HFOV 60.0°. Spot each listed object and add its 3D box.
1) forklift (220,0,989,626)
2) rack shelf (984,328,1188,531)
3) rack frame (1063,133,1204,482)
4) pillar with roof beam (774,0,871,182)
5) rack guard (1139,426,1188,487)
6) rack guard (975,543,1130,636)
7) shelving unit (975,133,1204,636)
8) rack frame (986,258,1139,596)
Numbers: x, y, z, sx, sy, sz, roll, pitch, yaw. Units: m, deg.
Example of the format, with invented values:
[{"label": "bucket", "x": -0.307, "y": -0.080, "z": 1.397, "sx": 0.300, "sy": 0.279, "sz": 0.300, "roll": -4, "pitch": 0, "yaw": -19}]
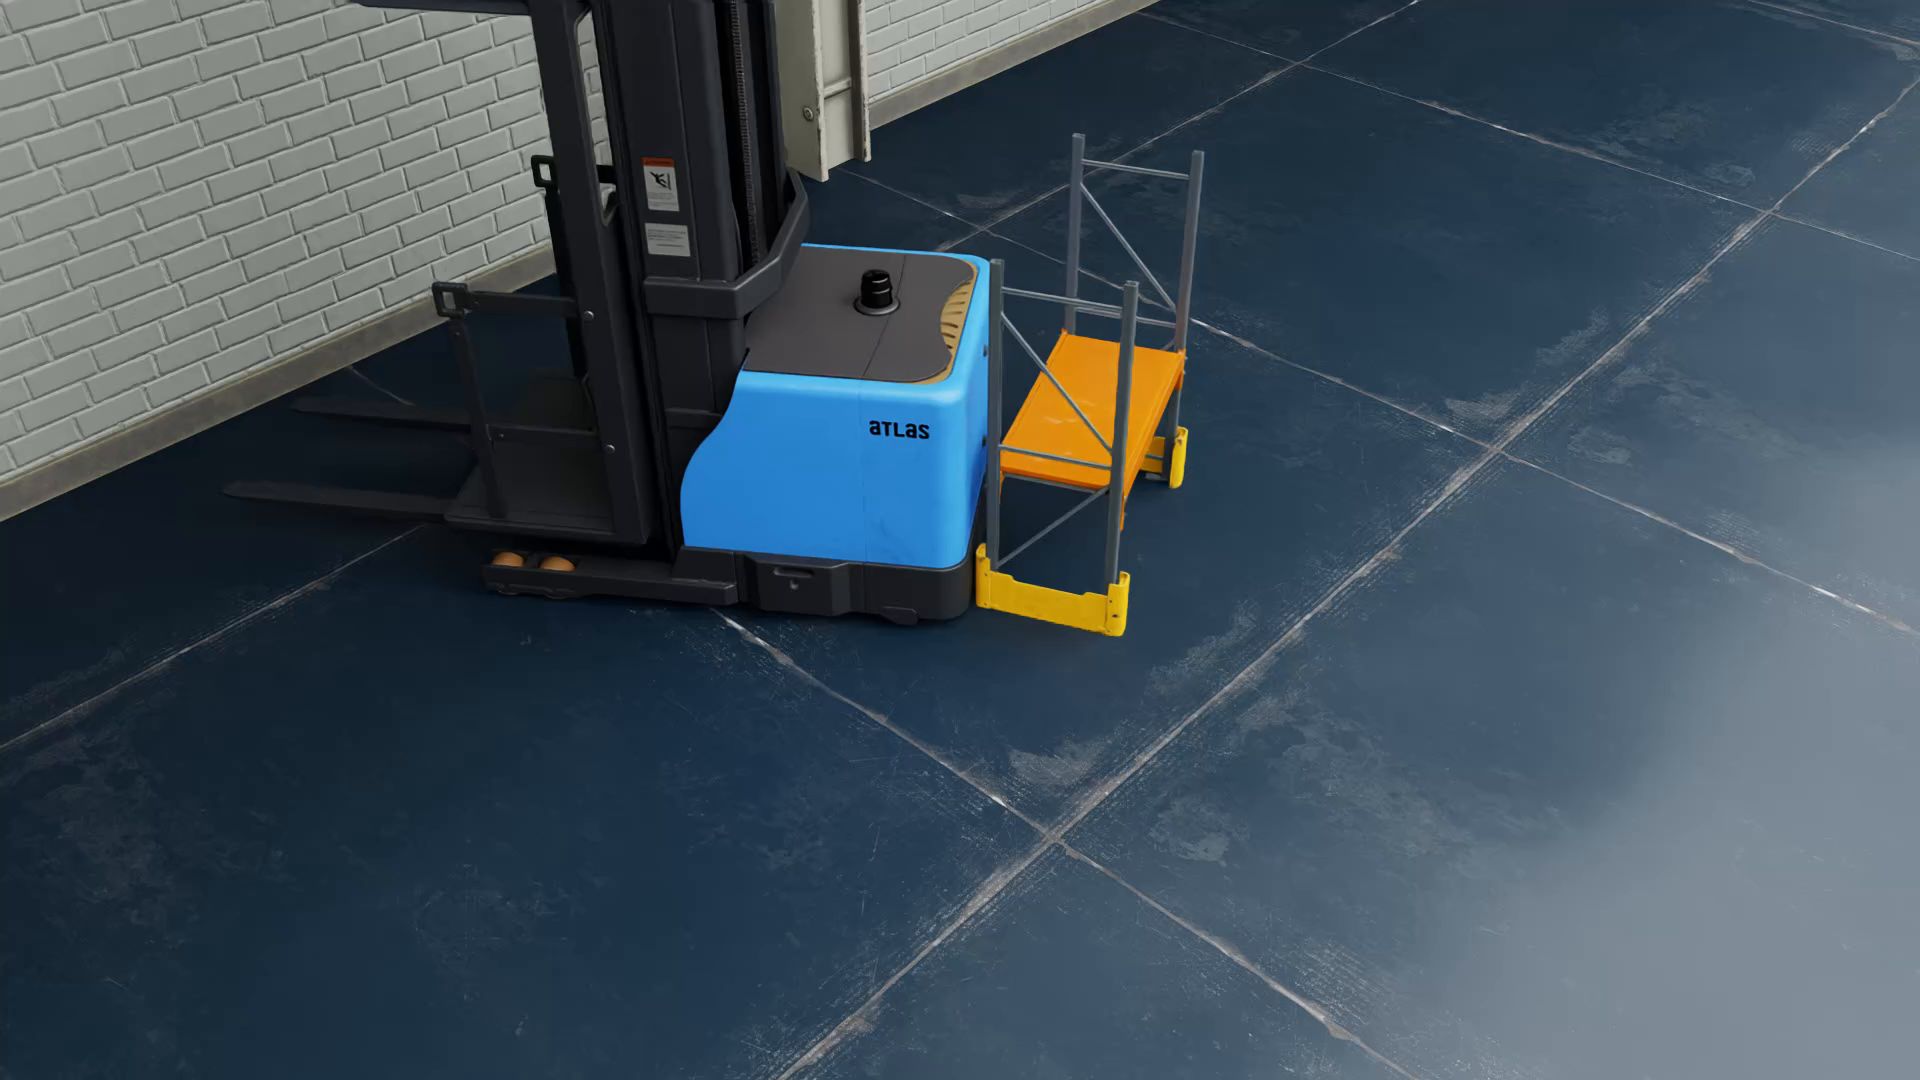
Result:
[{"label": "forklift", "x": -1.407, "y": -1.236, "z": 5.950, "sx": 3.031, "sy": 2.935, "sz": 1.130, "roll": 5, "pitch": 39, "yaw": 6}, {"label": "rack shelf", "x": 0.500, "y": -0.448, "z": 6.398, "sx": 0.538, "sy": 0.185, "sz": 1.000, "roll": 12, "pitch": 40, "yaw": 14}, {"label": "rack frame", "x": 0.662, "y": -0.889, "z": 6.663, "sx": 0.500, "sy": 1.500, "sz": 0.032, "roll": 12, "pitch": 40, "yaw": 14}, {"label": "pillar with roof beam", "x": 2.429, "y": -3.861, "z": 4.375, "sx": 9.100, "sy": 9.000, "sz": 0.400, "roll": 30, "pitch": 47, "yaw": 32}, {"label": "rack guard", "x": 0.662, "y": -0.399, "z": 7.051, "sx": 0.587, "sy": 0.250, "sz": 0.087, "roll": 12, "pitch": 40, "yaw": 14}, {"label": "rack guard", "x": 0.345, "y": 0.188, "z": 6.312, "sx": 0.587, "sy": 0.250, "sz": 0.087, "roll": 12, "pitch": 40, "yaw": 14}, {"label": "shelving unit", "x": 0.503, "y": -0.595, "z": 6.293, "sx": 0.587, "sy": 1.500, "sz": 1.083, "roll": 12, "pitch": 40, "yaw": 14}, {"label": "rack frame", "x": 0.339, "y": -0.289, "z": 5.909, "sx": 0.500, "sy": 1.500, "sz": 0.032, "roll": 12, "pitch": 40, "yaw": 14}]
